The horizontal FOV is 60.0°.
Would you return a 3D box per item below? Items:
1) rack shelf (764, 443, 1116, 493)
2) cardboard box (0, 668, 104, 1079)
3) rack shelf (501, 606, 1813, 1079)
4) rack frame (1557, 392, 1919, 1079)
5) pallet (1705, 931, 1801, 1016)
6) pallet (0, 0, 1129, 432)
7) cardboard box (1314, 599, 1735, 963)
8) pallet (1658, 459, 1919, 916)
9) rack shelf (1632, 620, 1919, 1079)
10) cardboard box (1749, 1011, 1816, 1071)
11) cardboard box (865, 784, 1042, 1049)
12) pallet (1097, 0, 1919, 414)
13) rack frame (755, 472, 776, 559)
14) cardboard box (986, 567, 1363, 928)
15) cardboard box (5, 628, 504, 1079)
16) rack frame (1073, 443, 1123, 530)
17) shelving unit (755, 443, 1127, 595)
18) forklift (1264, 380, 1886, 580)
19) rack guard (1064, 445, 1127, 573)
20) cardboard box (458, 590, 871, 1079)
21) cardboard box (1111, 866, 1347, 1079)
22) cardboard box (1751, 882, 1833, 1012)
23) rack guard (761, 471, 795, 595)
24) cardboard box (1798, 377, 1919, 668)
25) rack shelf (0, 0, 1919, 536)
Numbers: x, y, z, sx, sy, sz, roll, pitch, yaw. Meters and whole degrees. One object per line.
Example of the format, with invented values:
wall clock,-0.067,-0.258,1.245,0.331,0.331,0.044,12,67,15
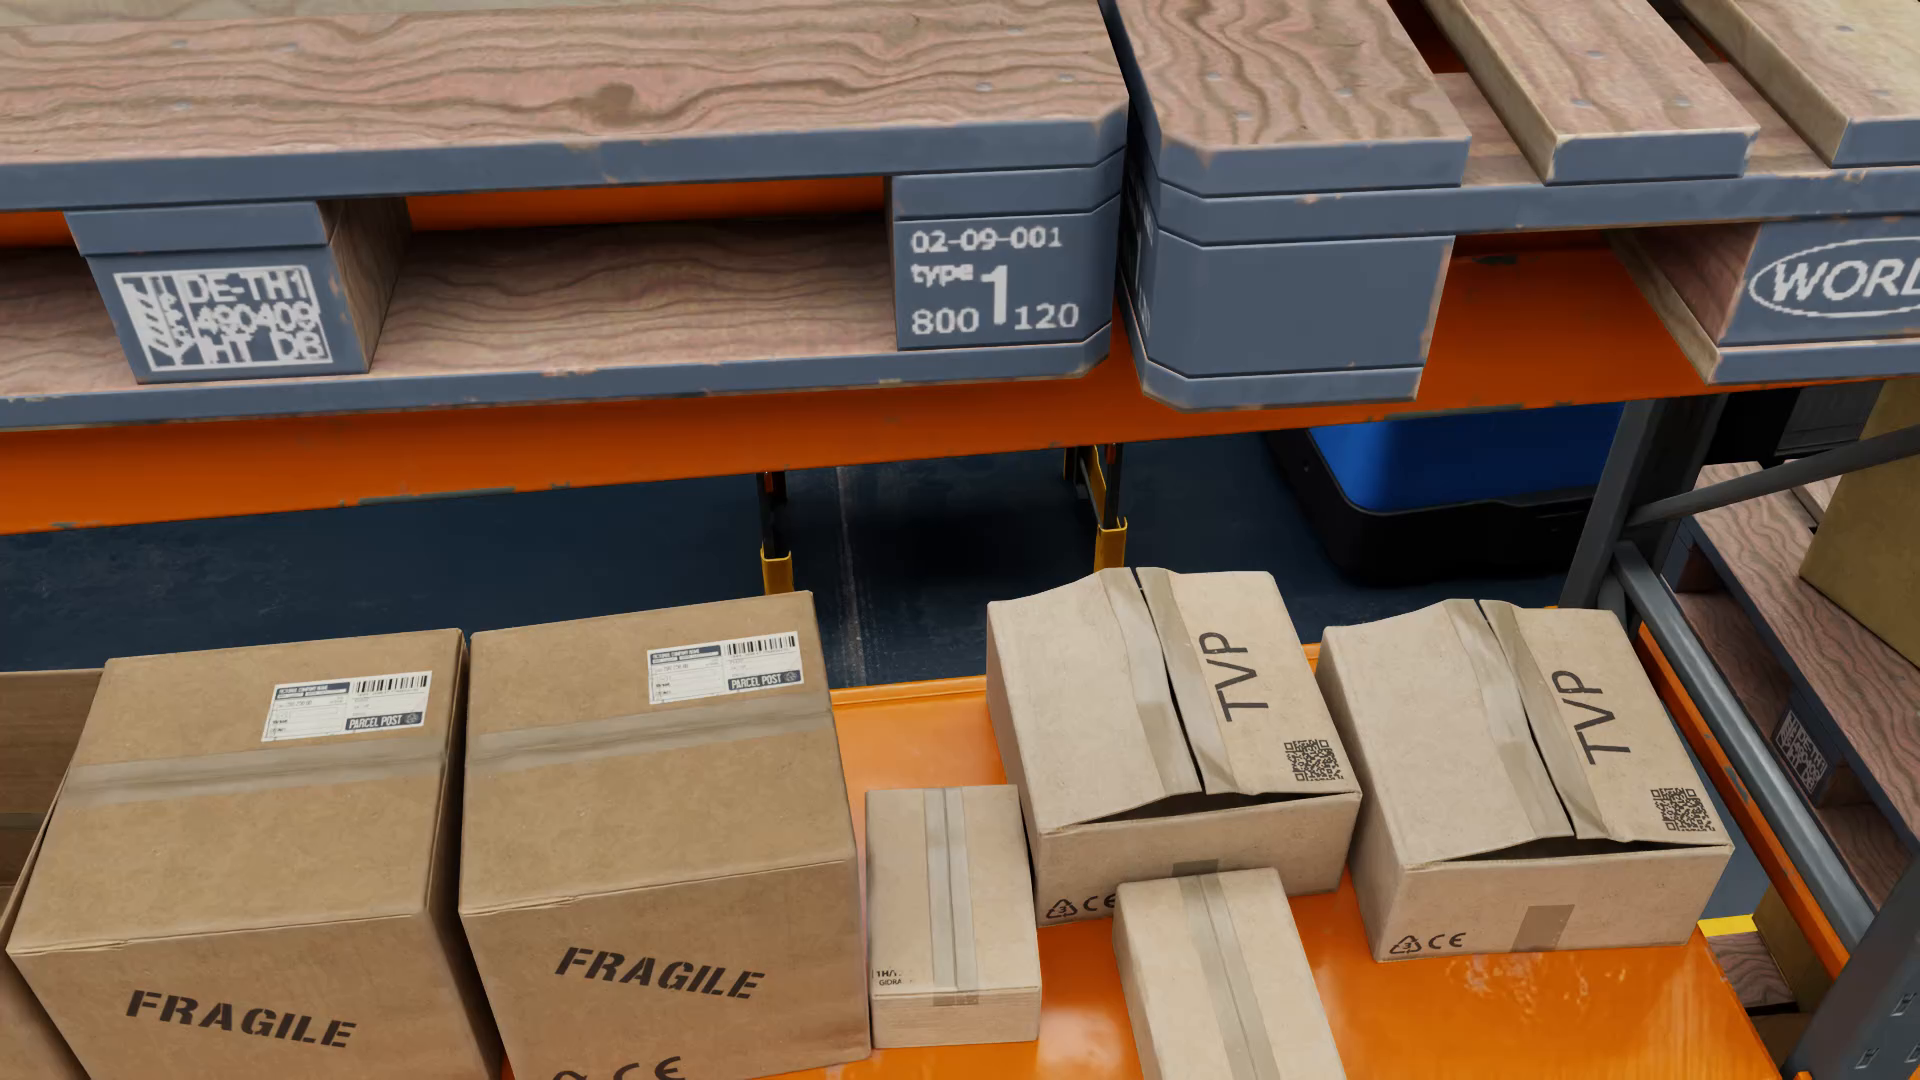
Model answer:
rack shelf,-0.085,-0.416,4.860,1.000,0.185,0.538,-5,42,-6
cardboard box,-1.440,0.539,2.338,0.500,0.500,0.500,-2,42,-2
rack shelf,-0.743,0.771,2.692,4.000,0.370,1.077,-5,42,-6
rack frame,1.240,0.331,2.644,0.127,3.000,1.000,-5,42,-6
pallet,1.986,1.326,3.622,1.213,0.211,1.003,-5,42,-6
pallet,-0.530,-0.496,1.461,1.213,0.211,1.003,-3,42,-4
cardboard box,0.874,0.366,2.671,0.500,0.311,0.500,-3,42,-3
pallet,1.903,0.296,2.825,1.003,0.211,1.213,-5,42,-6
rack shelf,3.223,0.424,3.077,4.000,0.370,1.077,-5,42,-6
cardboard box,1.729,1.246,3.167,0.500,0.500,0.500,-3,42,-4
cardboard box,-0.017,0.572,2.564,0.250,0.149,0.380,-2,42,-2
pallet,0.579,-0.595,1.571,1.003,0.211,1.213,-3,42,-4
rack frame,-0.589,-0.505,4.691,0.032,1.500,0.500,-5,42,-6
cardboard box,0.328,0.313,2.730,0.500,0.311,0.500,-5,42,-6
cardboard box,-0.943,0.496,2.386,0.500,0.500,0.500,-5,42,-5
rack frame,0.419,-0.594,4.788,0.032,1.500,0.500,-5,42,-6
shelving unit,-0.076,-0.550,4.740,1.083,1.500,0.587,-5,42,-6
forklift,2.539,-1.457,4.676,3.031,2.935,1.130,-7,43,-8
rack guard,0.418,-0.129,5.207,0.087,0.250,0.587,-5,42,-6
cardboard box,-0.421,0.450,2.437,0.500,0.500,0.500,-7,43,-8
cardboard box,0.384,0.686,2.438,0.250,0.149,0.380,-5,42,-6
cardboard box,2.137,0.858,3.597,0.500,0.500,0.500,-3,42,-4
rack guard,-0.569,-0.043,5.111,0.087,0.250,0.587,-5,42,-6
cardboard box,1.850,0.008,2.613,0.500,0.500,0.700,-19,45,-20
rack shelf,-0.743,-0.342,1.688,4.000,0.370,1.077,-5,42,-6
